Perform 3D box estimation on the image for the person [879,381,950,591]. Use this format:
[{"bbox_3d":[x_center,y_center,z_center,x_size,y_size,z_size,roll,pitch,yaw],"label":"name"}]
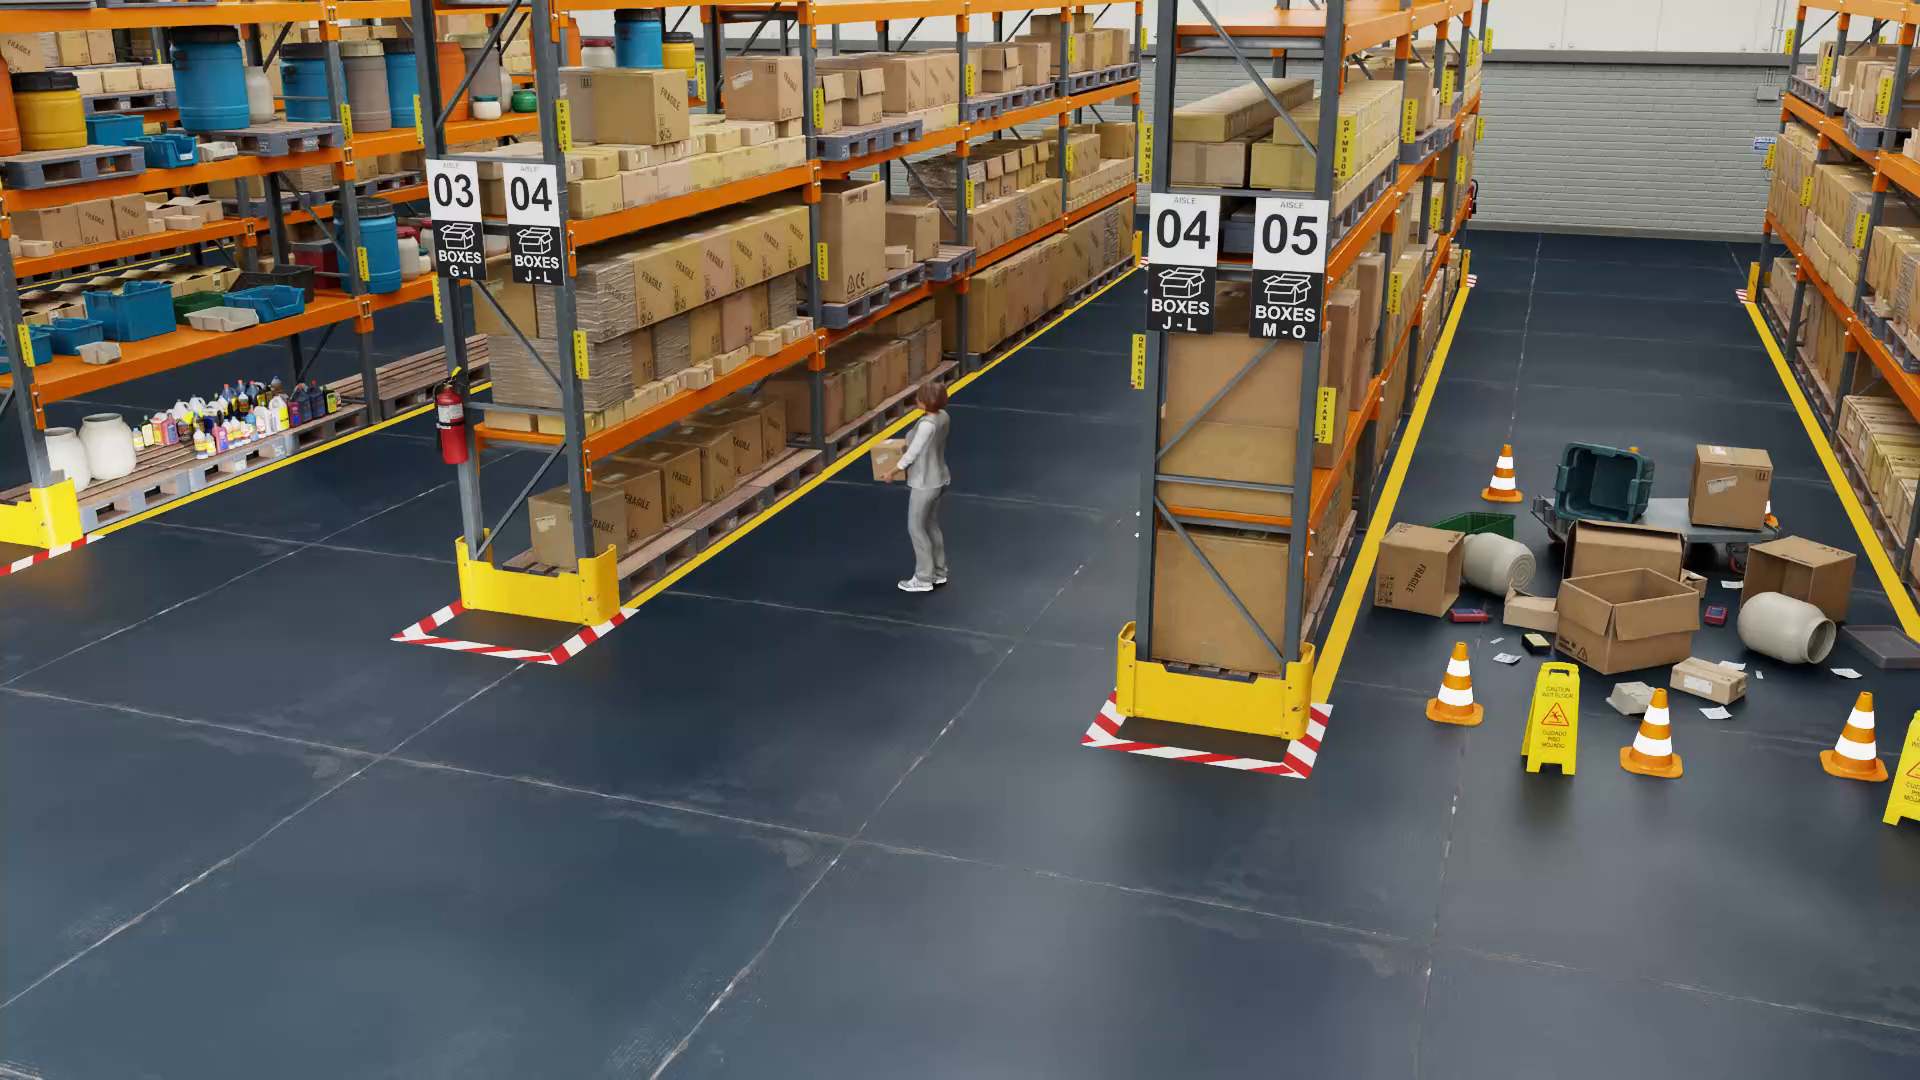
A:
[{"bbox_3d":[-0.319,-0.402,12.282,0.488,1.577,0.405,7,20,19],"label":"person"}]
